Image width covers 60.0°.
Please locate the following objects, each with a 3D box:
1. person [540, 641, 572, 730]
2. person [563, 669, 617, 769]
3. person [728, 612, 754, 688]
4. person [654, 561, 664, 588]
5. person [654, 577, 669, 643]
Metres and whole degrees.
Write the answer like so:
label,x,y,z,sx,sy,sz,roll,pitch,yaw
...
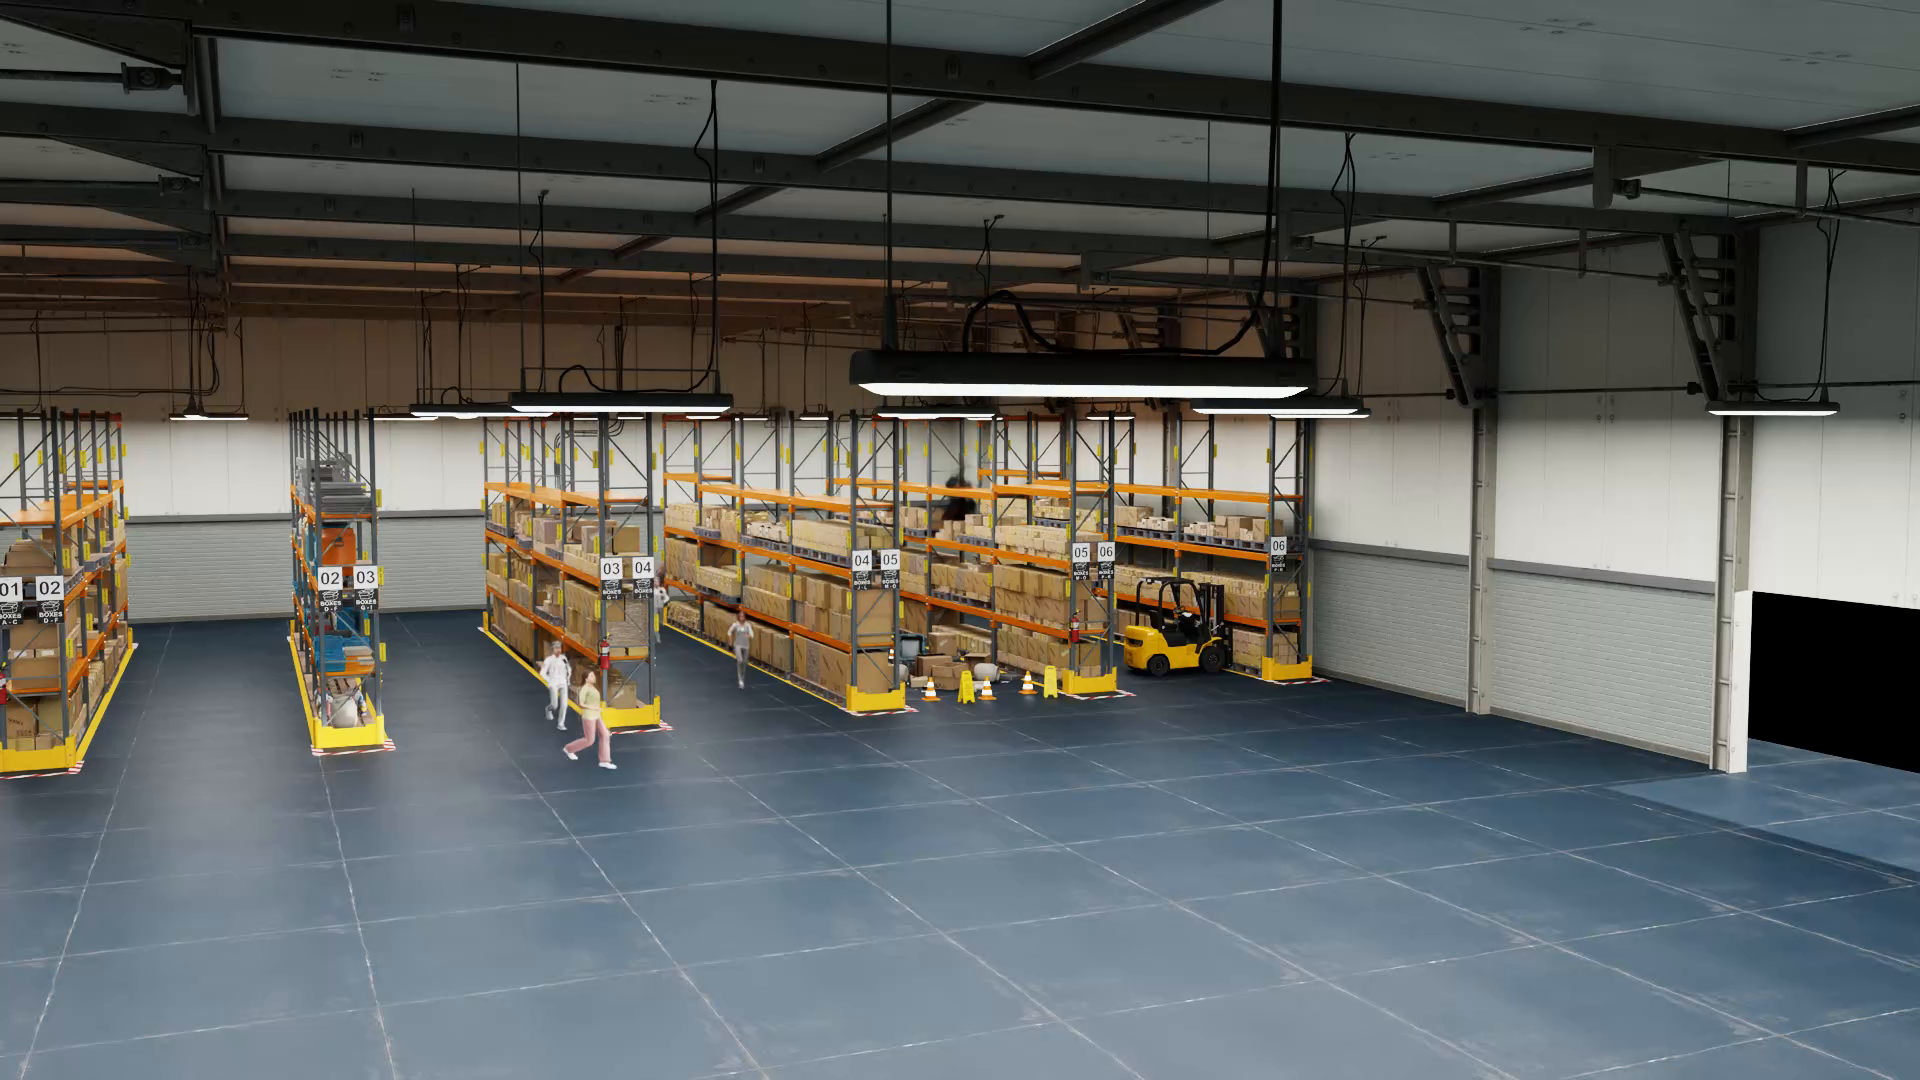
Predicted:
label,x,y,z,sx,sy,sz,roll,pitch,yaw
person,-7.541,2.708,31.177,0.615,1.650,0.725,-2,5,-31
person,-6.155,2.974,27.652,0.913,1.658,0.592,1,4,11
person,-4.765,2.371,36.258,0.516,1.632,0.759,-2,4,-23
person,-8.892,1.453,48.858,0.553,1.687,0.758,-3,5,-35
person,-7.962,1.820,43.796,0.607,1.705,0.828,-1,4,-18
